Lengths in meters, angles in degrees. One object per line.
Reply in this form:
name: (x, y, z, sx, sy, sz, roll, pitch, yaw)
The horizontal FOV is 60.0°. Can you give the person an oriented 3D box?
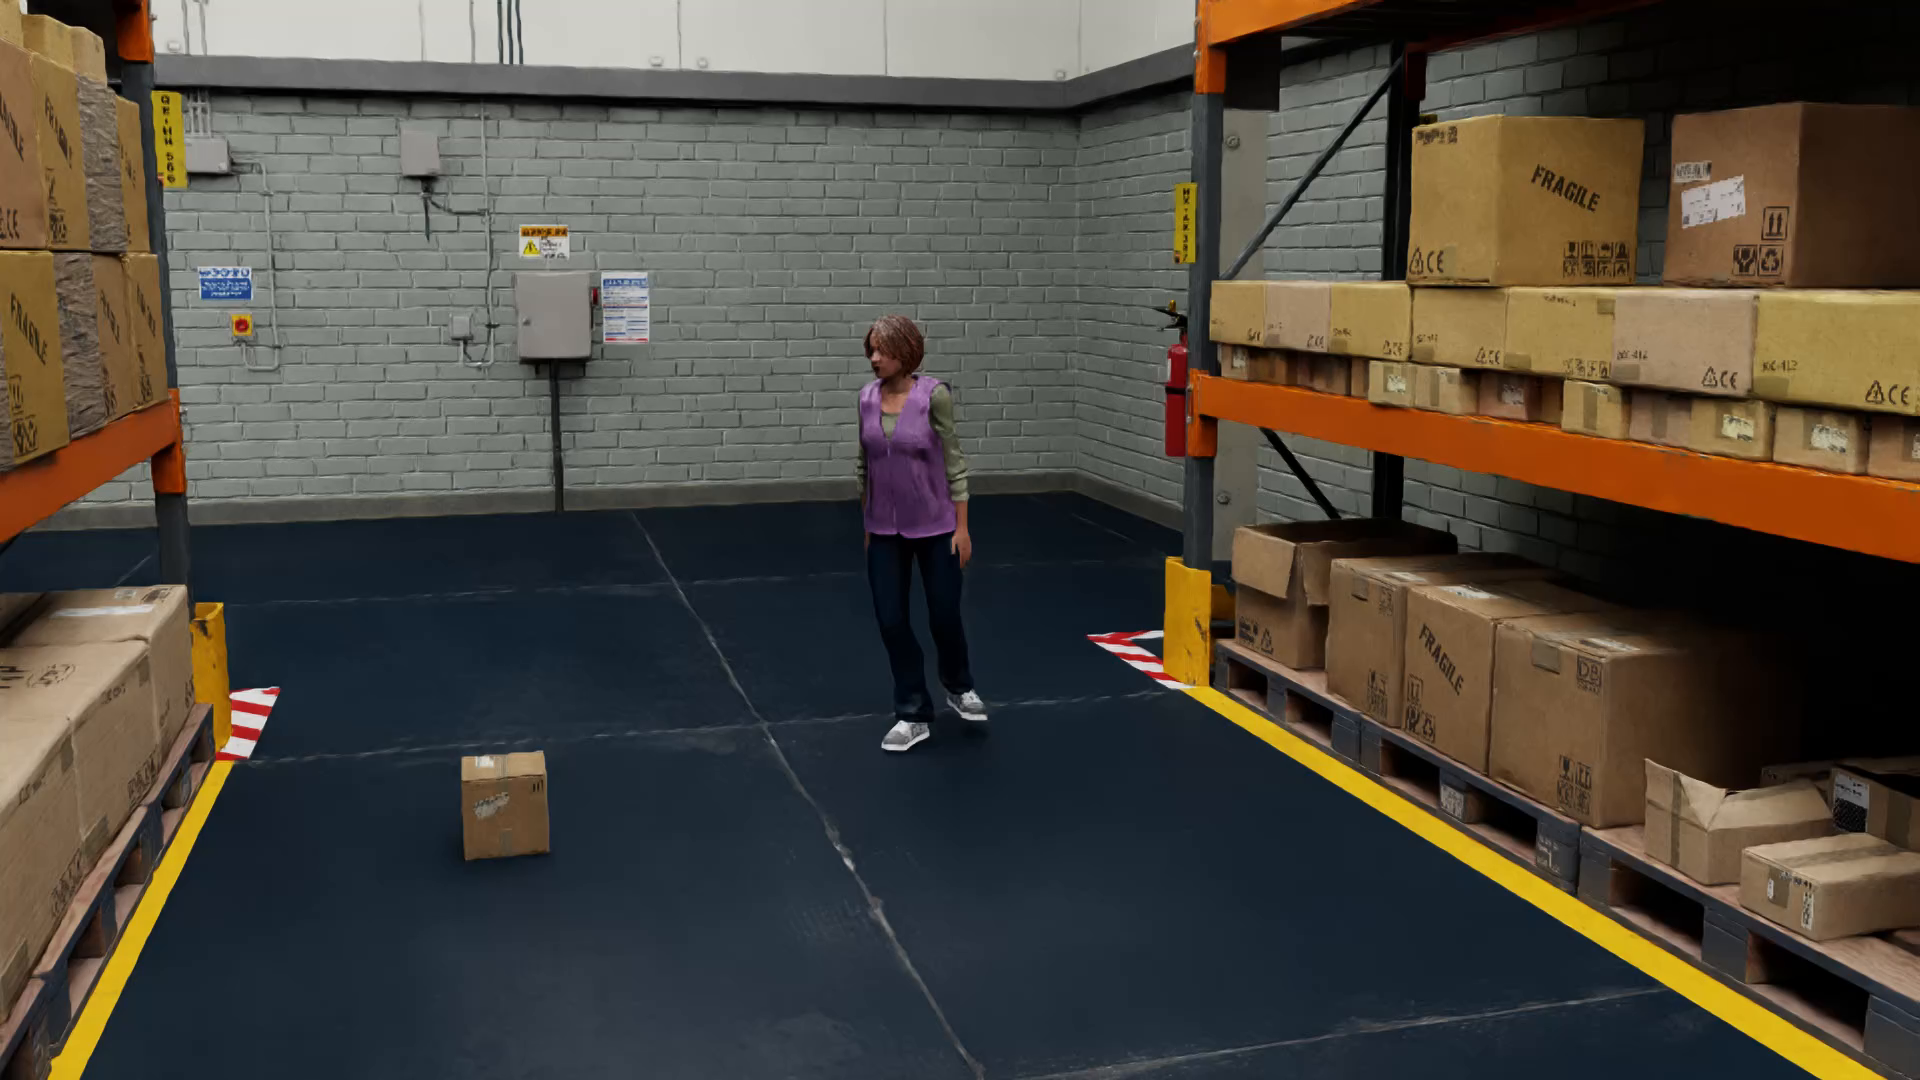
person: (-0.144, -0.034, 6.121, 0.463, 1.587, 0.504, 3, 10, 20)
